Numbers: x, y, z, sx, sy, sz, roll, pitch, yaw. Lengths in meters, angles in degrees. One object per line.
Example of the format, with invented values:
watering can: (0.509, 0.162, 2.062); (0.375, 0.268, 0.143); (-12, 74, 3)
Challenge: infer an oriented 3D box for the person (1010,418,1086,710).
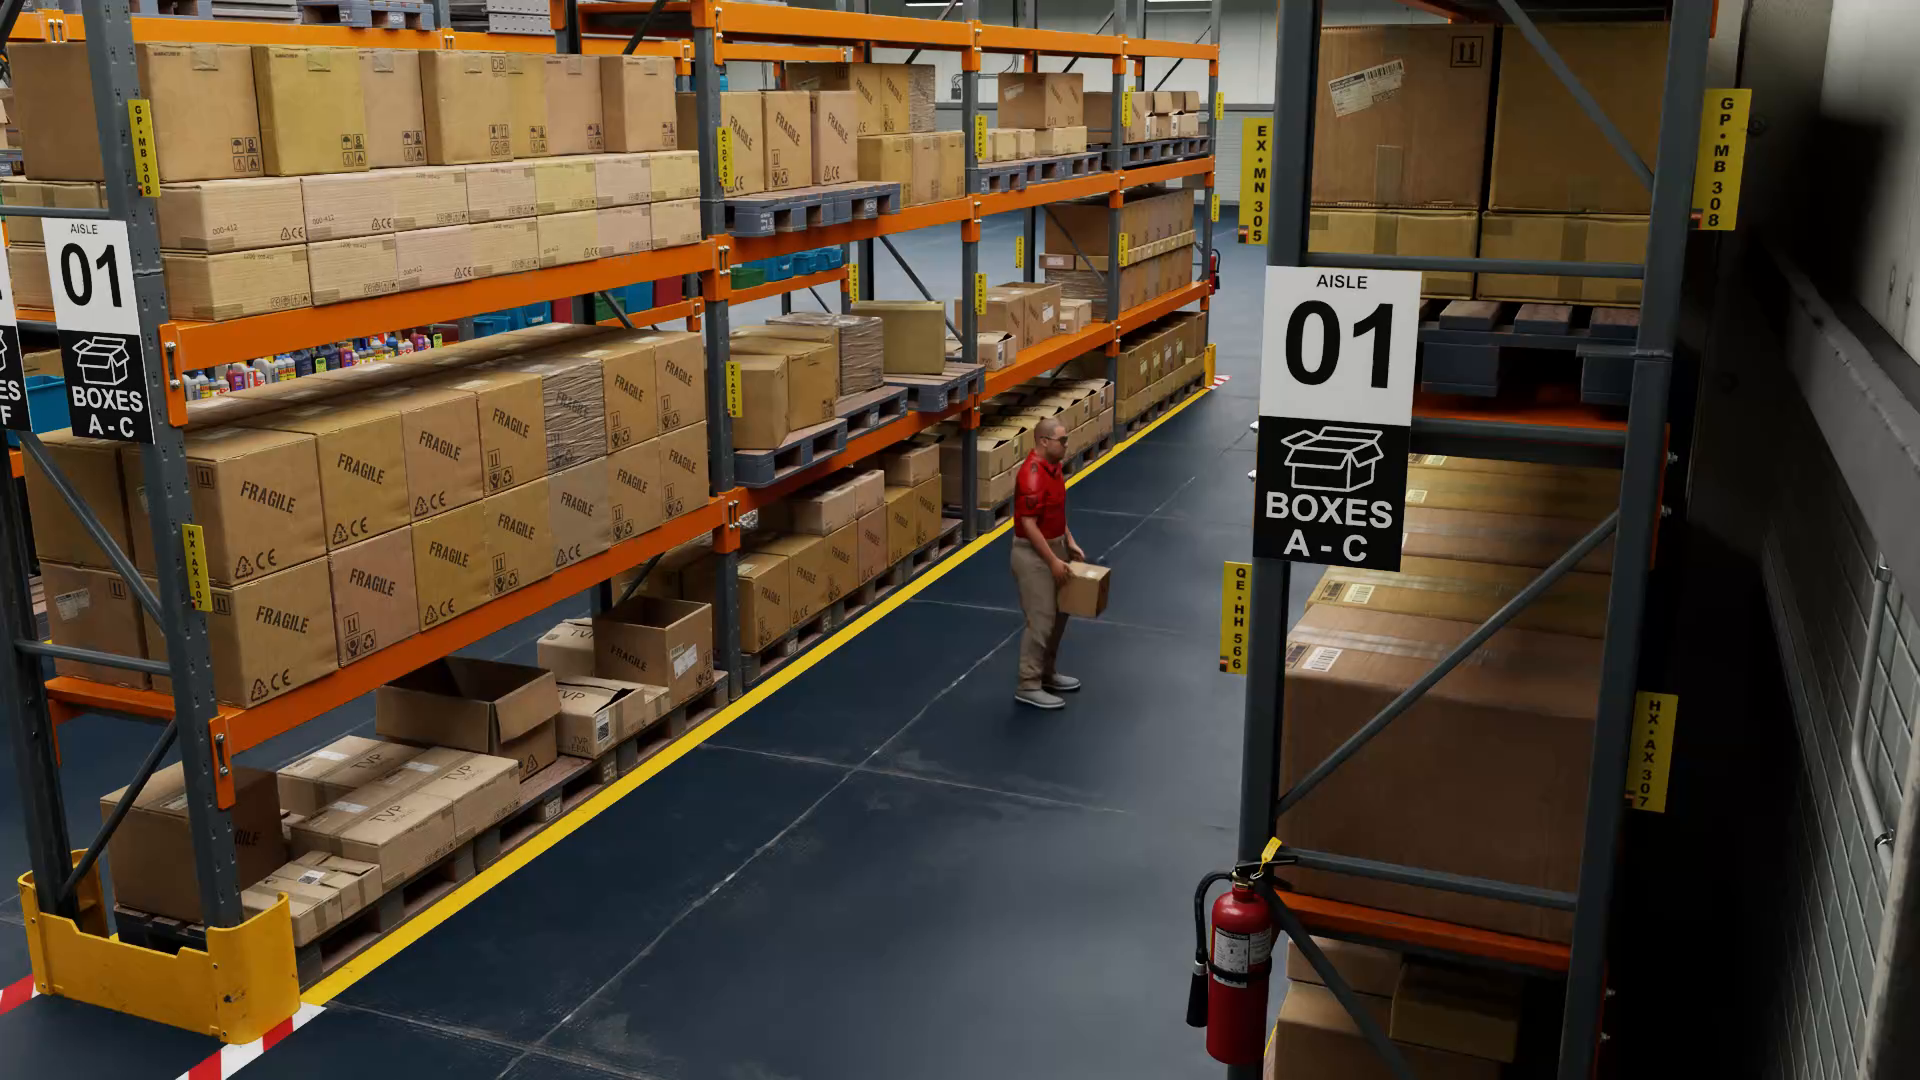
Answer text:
person: (0.531, 0.118, 10.104); (0.400, 1.733, 0.547); (6, 16, 20)
